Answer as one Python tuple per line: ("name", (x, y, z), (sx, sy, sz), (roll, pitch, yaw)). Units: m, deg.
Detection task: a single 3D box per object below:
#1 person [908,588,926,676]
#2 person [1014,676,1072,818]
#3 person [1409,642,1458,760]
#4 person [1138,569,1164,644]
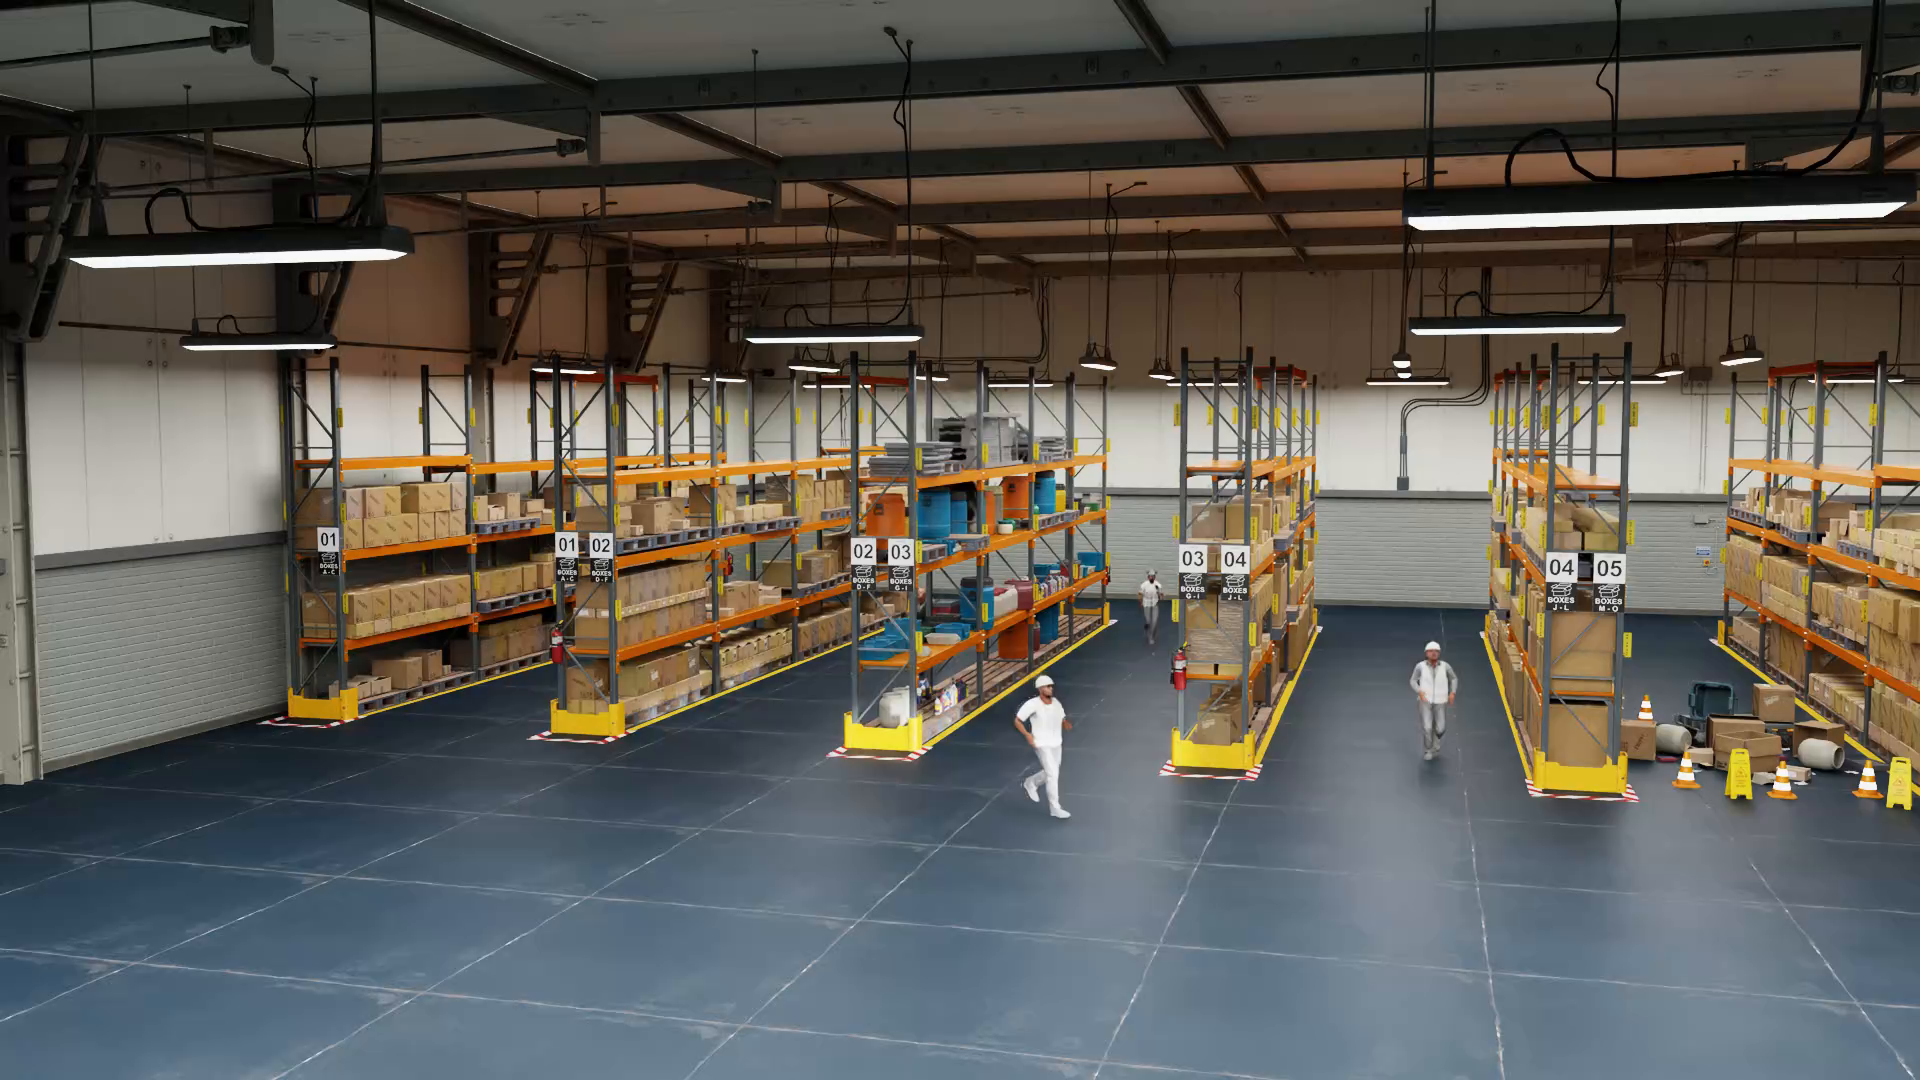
("person", (-0.738, 1.786, 32.453), (0.656, 1.696, 0.627), (1, 4, 15))
("person", (1.080, 2.582, 20.996), (0.713, 1.747, 0.931), (-4, 6, -41))
("person", (6.949, 2.352, 24.397), (0.692, 1.729, 0.599), (1, 4, 10))
("person", (4.245, 1.476, 36.924), (0.575, 1.661, 0.560), (0, 4, 3))
